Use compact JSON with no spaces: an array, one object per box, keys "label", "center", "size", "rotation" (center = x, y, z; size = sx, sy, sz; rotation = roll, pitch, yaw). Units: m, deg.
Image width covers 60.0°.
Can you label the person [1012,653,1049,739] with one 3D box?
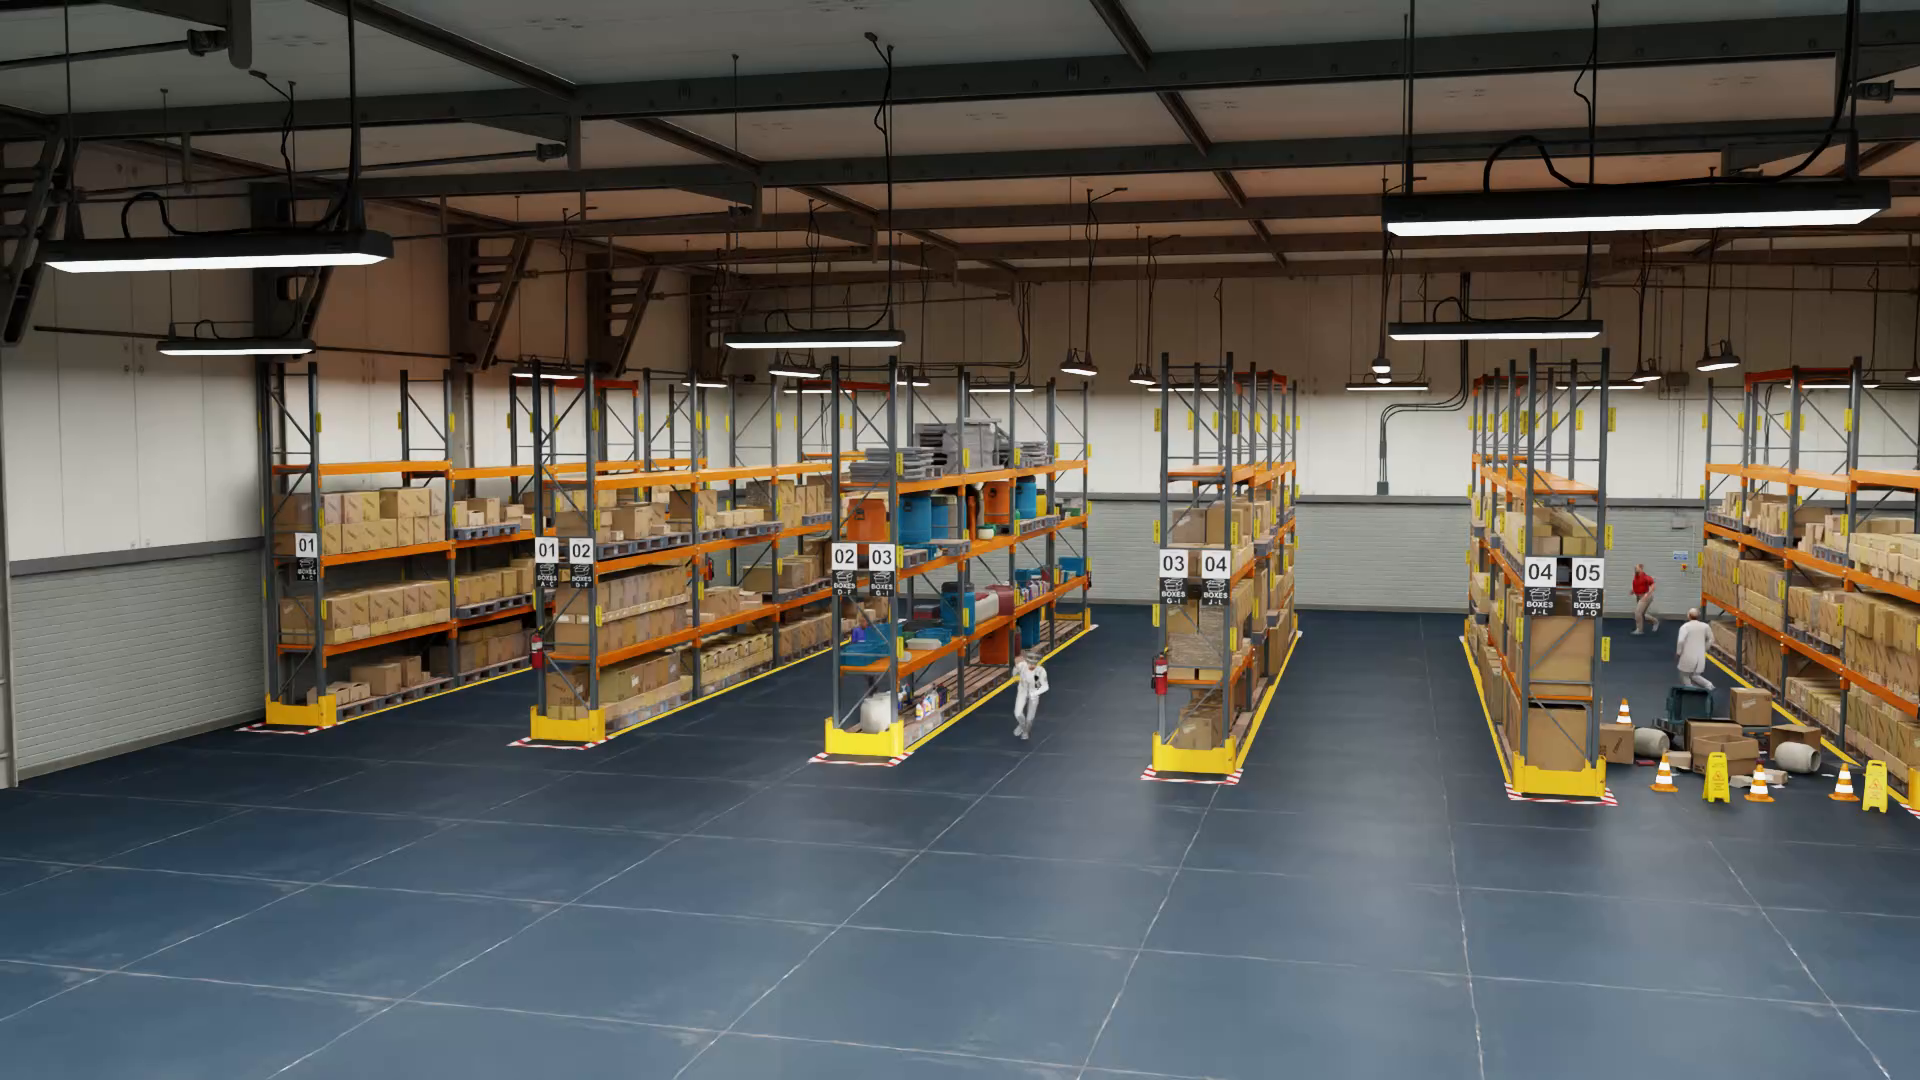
[{"label":"person","center":[1.085,2.449,26.018],"size":[0.621,1.440,0.910],"rotation":[1,4,8]}]

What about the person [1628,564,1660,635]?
[{"label":"person","center":[16.280,1.398,39.440],"size":[0.808,1.684,0.669],"rotation":[-1,4,-9]}]

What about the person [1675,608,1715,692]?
[{"label":"person","center":[12.991,2.078,29.354],"size":[0.696,1.722,0.770],"rotation":[0,4,-5]}]

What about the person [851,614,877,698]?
[{"label":"person","center":[-1.650,2.109,29.674],"size":[0.511,1.592,0.946],"rotation":[1,4,19]}]
